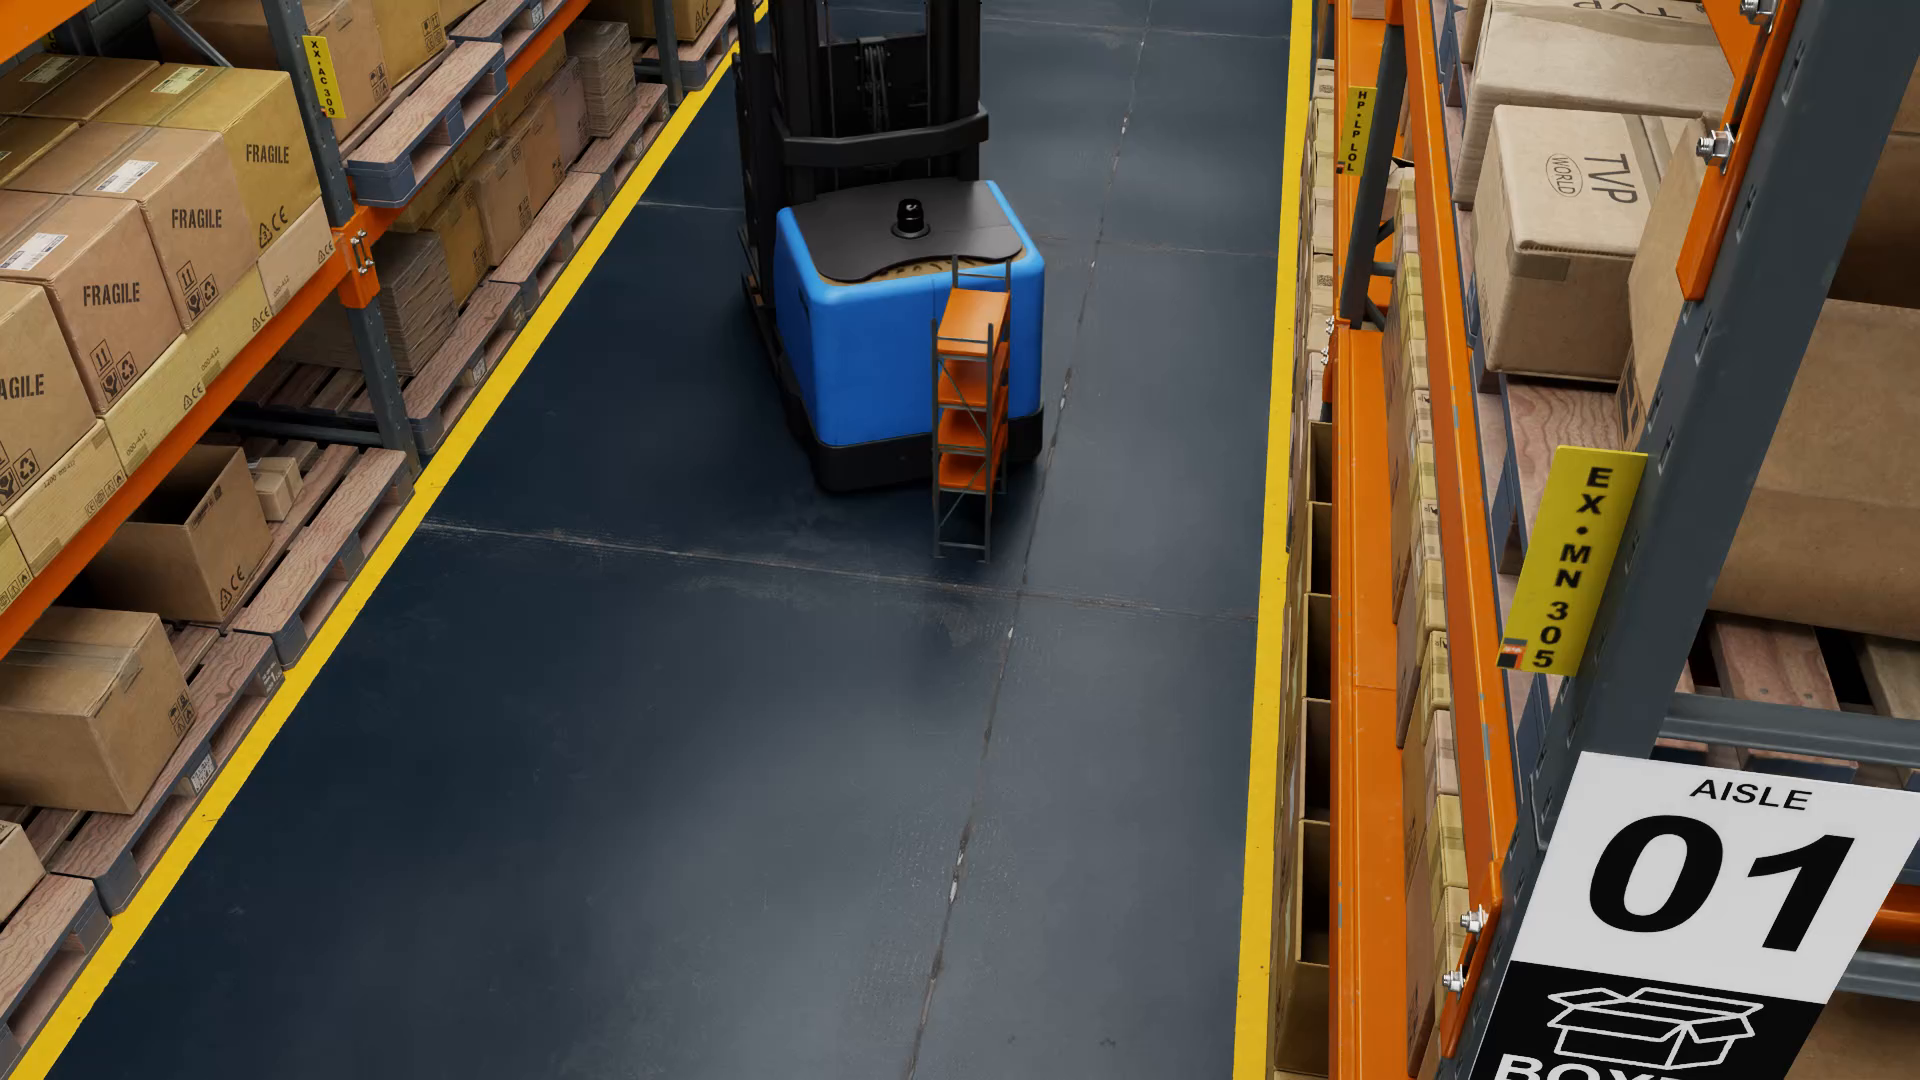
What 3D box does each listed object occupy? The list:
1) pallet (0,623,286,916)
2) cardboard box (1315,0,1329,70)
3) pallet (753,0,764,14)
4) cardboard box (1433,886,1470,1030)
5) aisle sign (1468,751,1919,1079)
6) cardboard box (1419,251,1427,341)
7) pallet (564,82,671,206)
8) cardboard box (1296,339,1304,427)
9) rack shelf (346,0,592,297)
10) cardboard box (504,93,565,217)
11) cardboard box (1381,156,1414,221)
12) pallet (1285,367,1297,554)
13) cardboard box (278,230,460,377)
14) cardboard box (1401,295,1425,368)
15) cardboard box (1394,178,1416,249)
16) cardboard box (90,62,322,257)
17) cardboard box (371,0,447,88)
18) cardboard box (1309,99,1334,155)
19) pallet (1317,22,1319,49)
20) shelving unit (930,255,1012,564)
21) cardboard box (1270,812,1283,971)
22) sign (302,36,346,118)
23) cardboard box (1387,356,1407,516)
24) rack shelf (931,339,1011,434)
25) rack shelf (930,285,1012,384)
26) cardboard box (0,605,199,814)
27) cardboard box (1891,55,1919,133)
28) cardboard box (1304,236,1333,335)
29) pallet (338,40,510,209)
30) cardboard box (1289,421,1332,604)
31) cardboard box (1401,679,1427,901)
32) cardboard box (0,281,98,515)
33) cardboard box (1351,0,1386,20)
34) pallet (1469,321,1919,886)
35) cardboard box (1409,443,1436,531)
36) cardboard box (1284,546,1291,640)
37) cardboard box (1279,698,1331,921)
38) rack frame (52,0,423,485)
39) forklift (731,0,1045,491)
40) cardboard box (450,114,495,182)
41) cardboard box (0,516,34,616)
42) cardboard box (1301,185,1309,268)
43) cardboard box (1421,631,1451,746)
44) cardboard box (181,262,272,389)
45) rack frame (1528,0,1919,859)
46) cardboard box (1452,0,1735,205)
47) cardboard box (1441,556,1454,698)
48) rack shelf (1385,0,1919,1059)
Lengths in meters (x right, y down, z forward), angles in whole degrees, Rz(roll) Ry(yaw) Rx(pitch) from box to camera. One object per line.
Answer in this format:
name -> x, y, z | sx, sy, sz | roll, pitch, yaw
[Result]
pallet -> -3.258, 0.780, 6.141 | 1.003, 0.211, 1.213 | 6, 40, 8
cardboard box -> 2.534, -3.274, 10.472 | 0.500, 0.500, 0.500 | 8, 40, 9
pallet -> -1.852, -4.174, 12.133 | 1.003, 0.211, 1.213 | 6, 40, 8
cardboard box -> 1.142, 0.852, 3.278 | 0.380, 0.149, 0.250 | 7, 40, 9
aisle sign -> 0.919, 0.573, 2.163 | 0.394, 0.787, 0.004 | 6, 40, 8
cardboard box -> 1.755, -0.887, 4.872 | 0.700, 0.500, 0.500 | 6, 40, 8
pallet -> -2.413, -2.434, 10.028 | 1.003, 0.211, 1.213 | 6, 40, 8
cardboard box -> 1.787, -0.656, 7.518 | 0.500, 0.250, 0.500 | 6, 40, 7
rack shelf -> -2.622, -2.466, 8.443 | 1.077, 0.370, 4.000 | 6, 40, 8
cardboard box -> -2.611, -2.122, 9.079 | 0.700, 0.500, 0.500 | 6, 40, 7
cardboard box -> 1.883, -1.465, 6.773 | 0.396, 0.266, 0.258 | 5, 40, 7
pallet -> 2.000, -0.336, 7.491 | 1.003, 0.211, 1.213 | 6, 40, 8
cardboard box -> -2.857, -1.158, 7.913 | 0.700, 0.500, 0.500 | 8, 40, 9
cardboard box -> 1.544, -0.601, 5.036 | 0.380, 0.149, 0.250 | 6, 40, 7
cardboard box -> 1.674, -1.086, 5.622 | 0.380, 0.149, 0.250 | 6, 40, 8
cardboard box -> -2.745, -1.396, 6.098 | 0.500, 0.500, 0.500 | 6, 40, 8
cardboard box -> -2.743, -2.362, 7.329 | 0.700, 0.500, 0.500 | 10, 41, 12
cardboard box -> 2.141, -2.146, 8.880 | 0.500, 0.311, 0.500 | 5, 40, 7
pallet -> 2.983, -3.608, 11.448 | 1.003, 0.211, 1.213 | 6, 40, 8
shelving unit -> 0.048, -0.528, 6.947 | 0.258, 1.200, 0.503 | 6, 40, 7
cardboard box -> 1.269, 1.152, 5.331 | 0.500, 0.250, 0.500 | 6, 40, 8
sign -> -2.432, -1.767, 6.354 | 0.100, 0.325, 0.005 | 6, 40, 8
cardboard box -> 1.756, -0.372, 5.268 | 0.700, 0.500, 0.500 | 6, 40, 7
rack shelf -> 0.048, -0.649, 6.847 | 0.258, 0.148, 0.480 | 6, 40, 7
rack shelf -> 0.048, -0.831, 6.697 | 0.258, 0.148, 0.480 | 6, 40, 7
cardboard box -> -3.177, 0.579, 5.812 | 0.700, 0.500, 0.500 | 4, 40, 5
cardboard box -> 1.776, -0.857, 3.060 | 0.500, 0.500, 0.500 | 6, 40, 8
cardboard box -> 1.872, -1.189, 7.722 | 0.500, 0.311, 0.500 | 6, 40, 8
pallet -> -2.693, -1.878, 7.318 | 1.003, 0.211, 1.213 | 6, 40, 8
cardboard box -> 1.523, -0.079, 6.231 | 0.500, 0.500, 0.500 | 6, 40, 8
cardboard box -> 1.490, 0.595, 4.098 | 0.700, 0.500, 0.500 | 7, 40, 8
cardboard box -> -3.013, -0.441, 4.943 | 0.500, 0.500, 0.500 | 8, 40, 9
cardboard box -> 2.258, -2.881, 8.450 | 0.500, 0.311, 0.500 | 6, 40, 7
pallet -> 1.367, 0.003, 2.608 | 1.003, 0.211, 1.213 | 6, 40, 8
cardboard box -> 1.410, -0.113, 4.445 | 0.380, 0.149, 0.250 | 6, 40, 7
cardboard box -> 1.532, 0.211, 6.469 | 0.500, 0.250, 0.500 | 6, 40, 8
cardboard box -> 1.265, 0.863, 5.093 | 0.500, 0.500, 0.500 | 6, 40, 8
rack frame -> -2.968, -1.488, 6.696 | 1.000, 3.000, 0.127 | 6, 40, 8
forklift -> -0.513, -2.293, 7.724 | 1.130, 2.935, 3.031 | -10, 41, -12
cardboard box -> -2.698, -2.051, 8.405 | 0.500, 0.250, 0.500 | 5, 40, 6
cardboard box -> -3.093, 0.154, 4.811 | 0.500, 0.250, 0.500 | 6, 40, 7
cardboard box -> 2.054, -1.618, 8.681 | 0.500, 0.250, 0.500 | 5, 40, 6
cardboard box -> 1.276, 0.369, 3.862 | 0.380, 0.149, 0.250 | 8, 40, 9
cardboard box -> -2.846, -0.796, 5.960 | 0.500, 0.250, 0.500 | 7, 40, 8
rack frame -> 1.219, -0.746, 1.090 | 1.000, 3.000, 0.127 | 6, 40, 8
cardboard box -> 1.255, -0.872, 3.228 | 0.500, 0.311, 0.500 | 11, 41, 13
cardboard box -> 1.494, 0.055, 3.732 | 0.700, 0.500, 0.500 | 7, 40, 8
rack shelf -> 1.565, -0.568, 3.794 | 1.077, 0.370, 4.000 | 6, 40, 8
